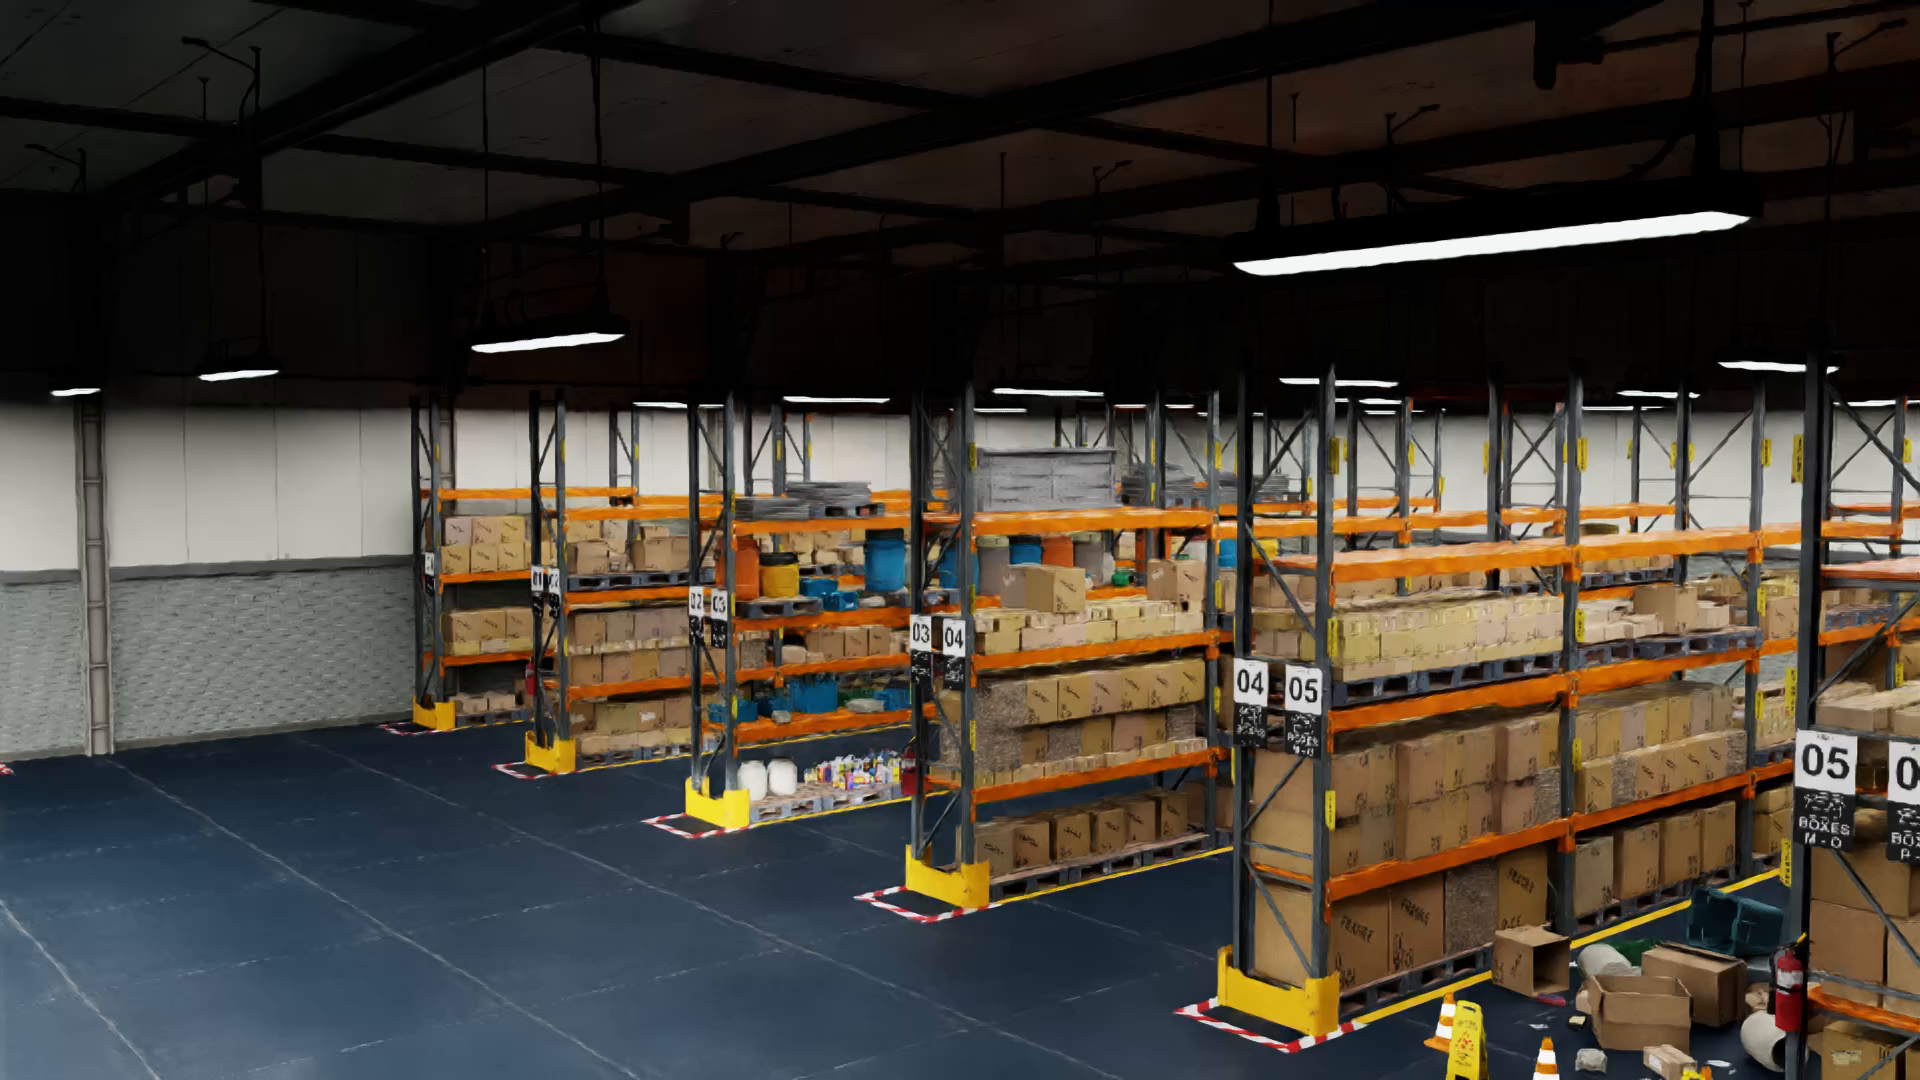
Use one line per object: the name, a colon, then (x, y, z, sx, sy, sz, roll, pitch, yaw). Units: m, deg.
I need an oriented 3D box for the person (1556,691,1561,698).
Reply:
person: (8.752, 2.927, 24.082, 0.347, 1.600, 0.533, 2, 4, 29)

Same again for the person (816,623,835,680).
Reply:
person: (-2.684, 2.330, 33.614, 0.454, 1.679, 0.537, 2, 4, 26)
